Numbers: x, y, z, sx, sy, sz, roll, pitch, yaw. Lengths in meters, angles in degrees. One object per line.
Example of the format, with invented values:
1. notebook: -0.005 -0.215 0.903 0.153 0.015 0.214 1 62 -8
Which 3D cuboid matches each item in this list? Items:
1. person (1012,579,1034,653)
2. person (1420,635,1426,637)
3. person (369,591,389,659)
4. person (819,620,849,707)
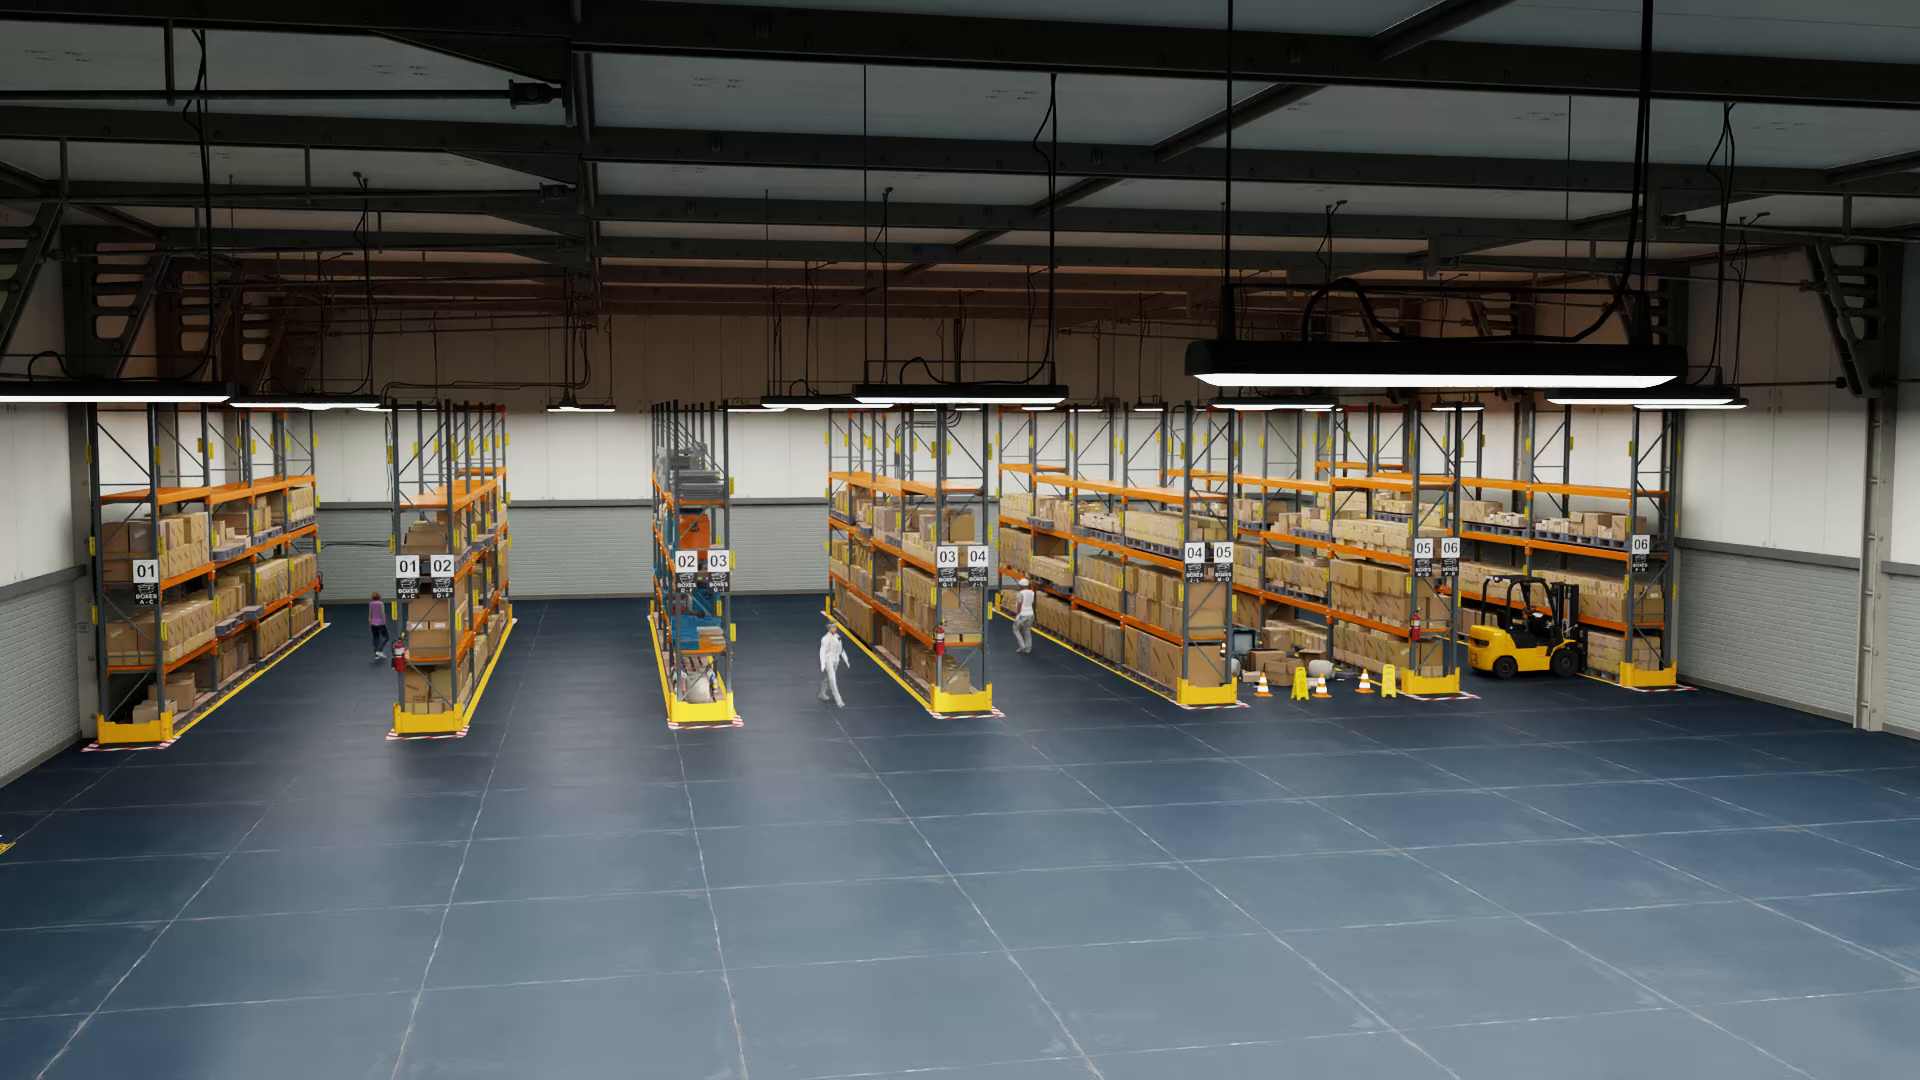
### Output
1. person: 1.541 1.821 39.984 0.604 1.789 0.401 -4 6 -44
2. person: 10.614 2.027 38.244 0.519 1.647 0.581 -3 5 -35
3. person: -13.634 1.999 38.895 0.449 1.598 0.445 1 4 15
4. person: -2.514 2.410 32.899 0.545 1.652 0.976 -4 6 -44
